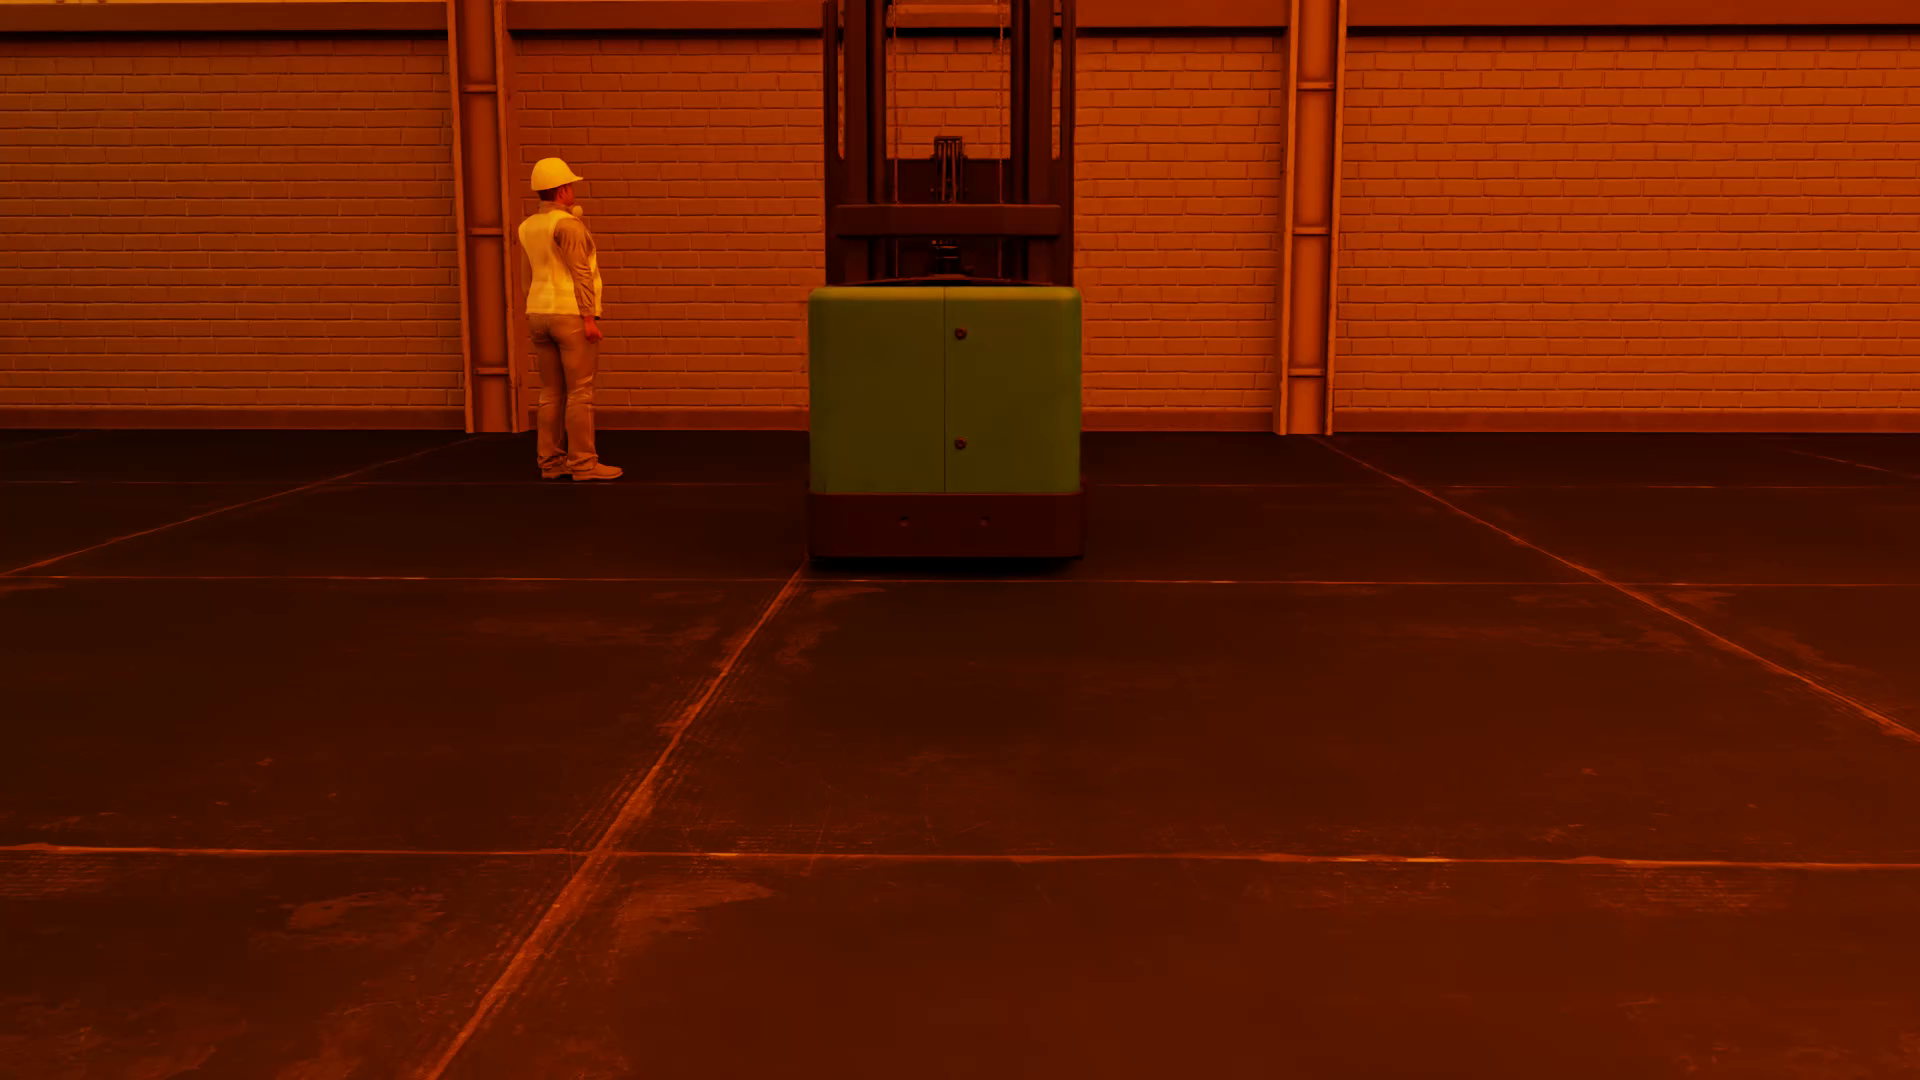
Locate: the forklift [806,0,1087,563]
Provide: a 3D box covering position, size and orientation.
[{"bbox_3d":[-0.044,-1.541,7.511,1.130,2.935,3.031,0,9,0],"label":"forklift"}]

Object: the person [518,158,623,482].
[{"bbox_3d":[-2.201,-1.226,9.295,0.524,1.775,0.375,6,11,37],"label":"person"}]
